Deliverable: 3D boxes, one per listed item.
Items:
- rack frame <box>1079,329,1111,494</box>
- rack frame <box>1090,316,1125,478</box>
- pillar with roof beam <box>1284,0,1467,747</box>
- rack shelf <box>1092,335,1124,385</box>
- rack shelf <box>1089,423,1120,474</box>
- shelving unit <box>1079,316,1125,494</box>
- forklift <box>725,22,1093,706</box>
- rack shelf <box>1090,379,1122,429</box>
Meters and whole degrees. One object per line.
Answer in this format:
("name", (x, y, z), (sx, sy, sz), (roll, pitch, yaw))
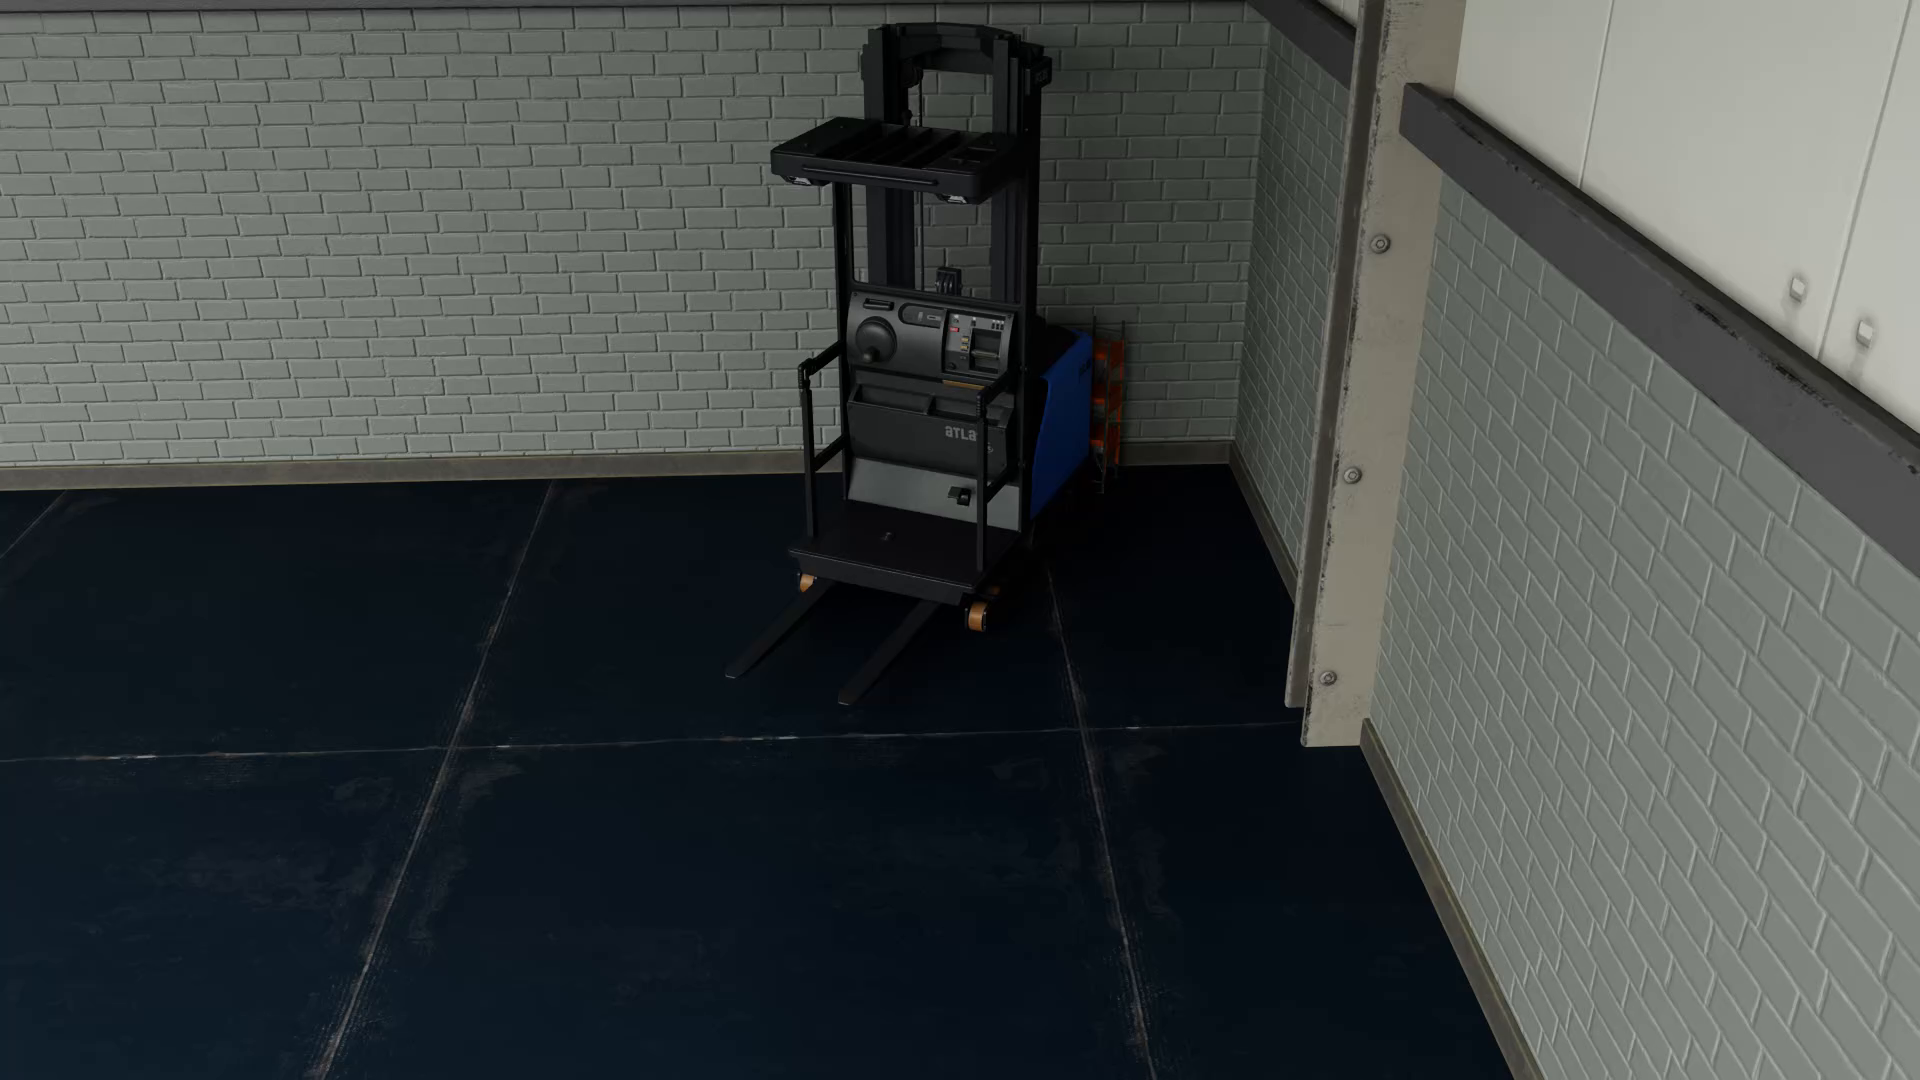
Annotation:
("rack frame", (0.800, -0.772, 10.095), (0.200, 1.050, 0.008), (12, 30, 21))
("rack frame", (0.901, -0.875, 10.292), (0.200, 1.050, 0.008), (12, 30, 21))
("pillar with roof beam", (-2.532, -3.003, 5.776), (9.100, 9.000, 0.400), (-1, 28, -3))
("rack shelf", (0.851, -1.065, 10.067), (0.215, 0.259, 0.240), (12, 30, 21))
("rack shelf", (0.851, -0.567, 10.327), (0.215, 0.259, 0.240), (12, 30, 21))
("shelving unit", (0.851, -0.823, 10.193), (0.215, 1.050, 0.252), (12, 30, 21))
("forklift", (-0.241, -1.034, 8.563), (1.130, 2.935, 3.031), (11, 29, 20))
("rack shelf", (0.851, -0.814, 10.198), (0.215, 0.259, 0.240), (12, 30, 21))
